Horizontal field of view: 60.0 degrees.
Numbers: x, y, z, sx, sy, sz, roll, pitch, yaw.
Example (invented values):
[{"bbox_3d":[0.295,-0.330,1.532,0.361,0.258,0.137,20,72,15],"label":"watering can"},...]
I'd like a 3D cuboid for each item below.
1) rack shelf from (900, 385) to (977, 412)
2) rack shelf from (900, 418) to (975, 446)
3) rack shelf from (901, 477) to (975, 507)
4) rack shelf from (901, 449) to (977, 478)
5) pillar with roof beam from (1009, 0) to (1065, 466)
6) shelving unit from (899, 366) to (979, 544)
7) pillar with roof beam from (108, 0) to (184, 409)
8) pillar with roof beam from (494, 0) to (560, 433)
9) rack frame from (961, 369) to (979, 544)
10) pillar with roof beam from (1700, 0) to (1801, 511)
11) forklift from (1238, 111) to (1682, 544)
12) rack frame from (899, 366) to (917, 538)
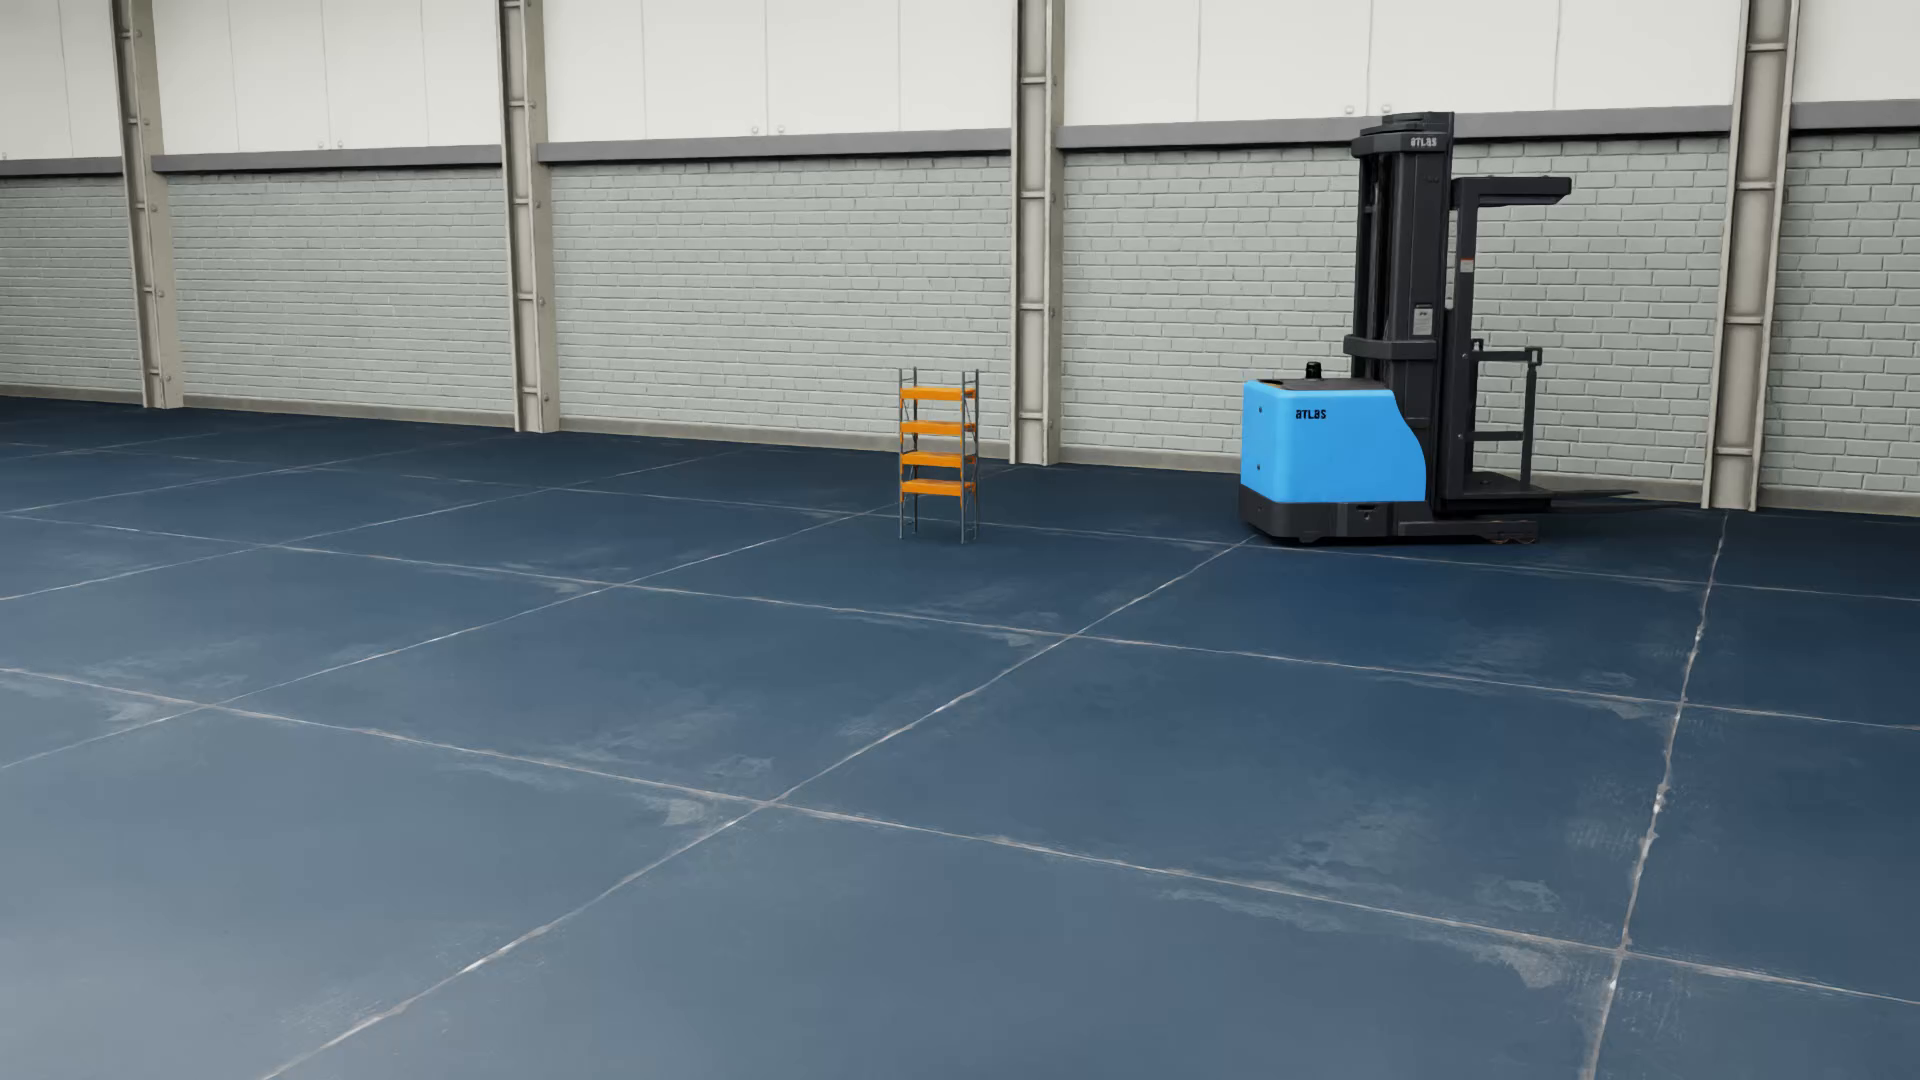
[{"bbox_3d":[-0.148,-0.990,11.625,0.480,0.148,0.258,5,11,26],"label":"rack shelf"},{"bbox_3d":[-0.148,-0.757,11.668,0.480,0.148,0.258,5,11,26],"label":"rack shelf"},{"bbox_3d":[-0.148,-0.342,11.743,0.480,0.148,0.258,5,11,26],"label":"rack shelf"},{"bbox_3d":[-0.148,-0.537,11.707,0.480,0.148,0.258,5,11,26],"label":"rack shelf"},{"bbox_3d":[-1.194,-4.475,11.188,0.400,9.000,9.100,5,11,26],"label":"pillar with roof beam"},{"bbox_3d":[-0.148,-0.603,11.695,0.503,1.200,0.258,5,11,26],"label":"shelving unit"},{"bbox_3d":[-11.955,-5.421,16.413,0.400,9.000,9.100,5,11,26],"label":"pillar with roof beam"},{"bbox_3d":[-6.574,-4.948,13.801,0.400,9.000,9.100,5,11,26],"label":"pillar with roof beam"},{"bbox_3d":[0.070,-0.584,11.589,0.015,1.200,0.240,5,11,26],"label":"rack frame"},{"bbox_3d":[4.187,-4.002,8.576,0.400,9.000,9.100,5,11,26],"label":"pillar with roof beam"},{"bbox_3d":[3.613,-1.506,11.822,3.031,2.935,1.130,-1,10,-6],"label":"forklift"},{"bbox_3d":[-0.367,-0.623,11.802,0.015,1.200,0.240,5,11,26],"label":"rack frame"}]
